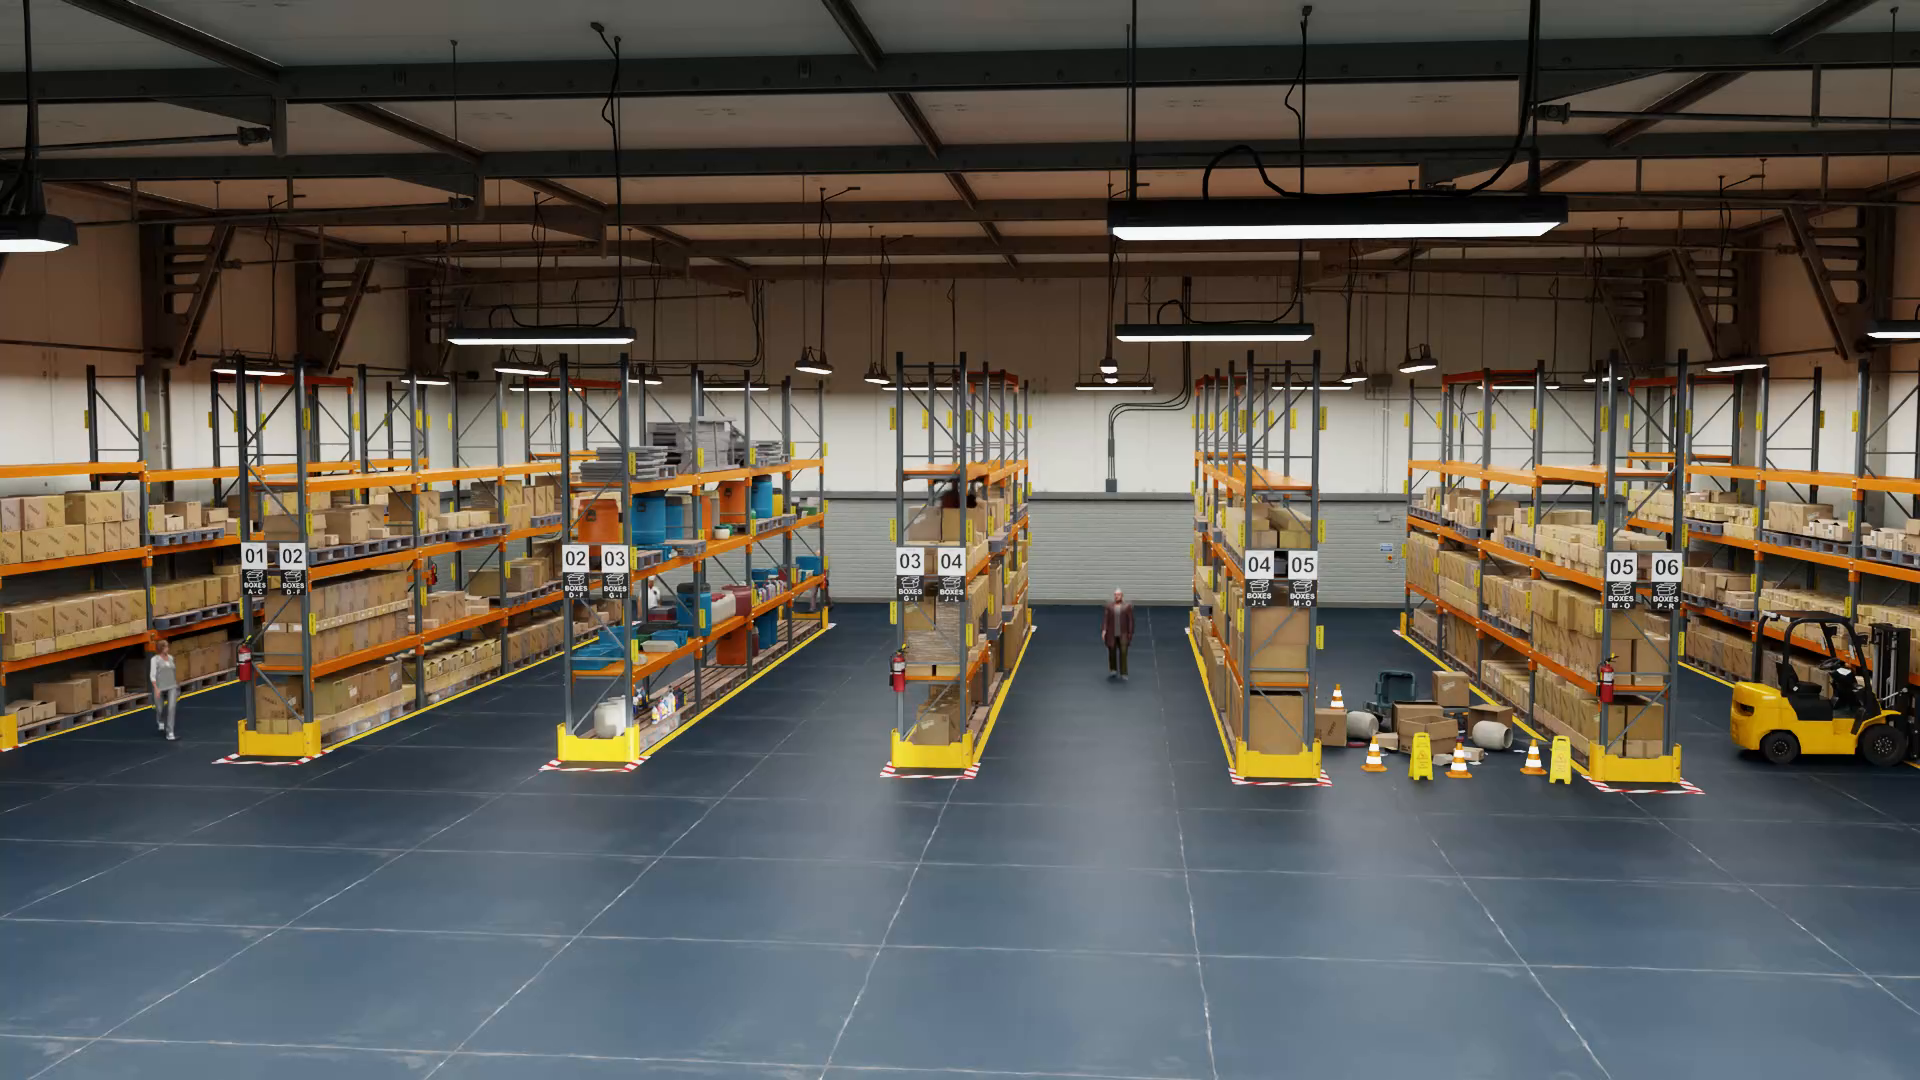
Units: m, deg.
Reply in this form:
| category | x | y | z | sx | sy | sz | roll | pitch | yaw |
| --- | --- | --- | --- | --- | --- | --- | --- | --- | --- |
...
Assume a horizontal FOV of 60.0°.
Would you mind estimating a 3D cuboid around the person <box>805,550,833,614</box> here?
| category | x | y | z | sx | sy | sz | roll | pitch | yaw |
| --- | --- | --- | --- | --- | --- | --- | --- | --- | --- |
| person | -3.657 | 1.101 | 43.203 | 0.579 | 1.685 | 1.057 | 1 | 4 | 17 |

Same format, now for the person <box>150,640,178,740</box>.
| category | x | y | z | sx | sy | sz | roll | pitch | yaw |
| --- | --- | --- | --- | --- | --- | --- | --- | --- | --- |
| person | -12.594 | 2.346 | 26.320 | 0.400 | 1.548 | 0.831 | -2 | 5 | -26 |

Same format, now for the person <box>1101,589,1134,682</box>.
| category | x | y | z | sx | sy | sz | roll | pitch | yaw |
| --- | --- | --- | --- | --- | --- | --- | --- | --- | --- |
| person | 3.059 | 1.831 | 32.242 | 0.647 | 1.714 | 1.047 | 0 | 4 | 2 |

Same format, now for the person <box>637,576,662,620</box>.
| category | x | y | z | sx | sy | sz | roll | pitch | yaw |
| --- | --- | --- | --- | --- | --- | --- | --- | --- | --- |
| person | -6.809 | 1.597 | 36.548 | 0.506 | 1.628 | 0.927 | 1 | 4 | 11 |
